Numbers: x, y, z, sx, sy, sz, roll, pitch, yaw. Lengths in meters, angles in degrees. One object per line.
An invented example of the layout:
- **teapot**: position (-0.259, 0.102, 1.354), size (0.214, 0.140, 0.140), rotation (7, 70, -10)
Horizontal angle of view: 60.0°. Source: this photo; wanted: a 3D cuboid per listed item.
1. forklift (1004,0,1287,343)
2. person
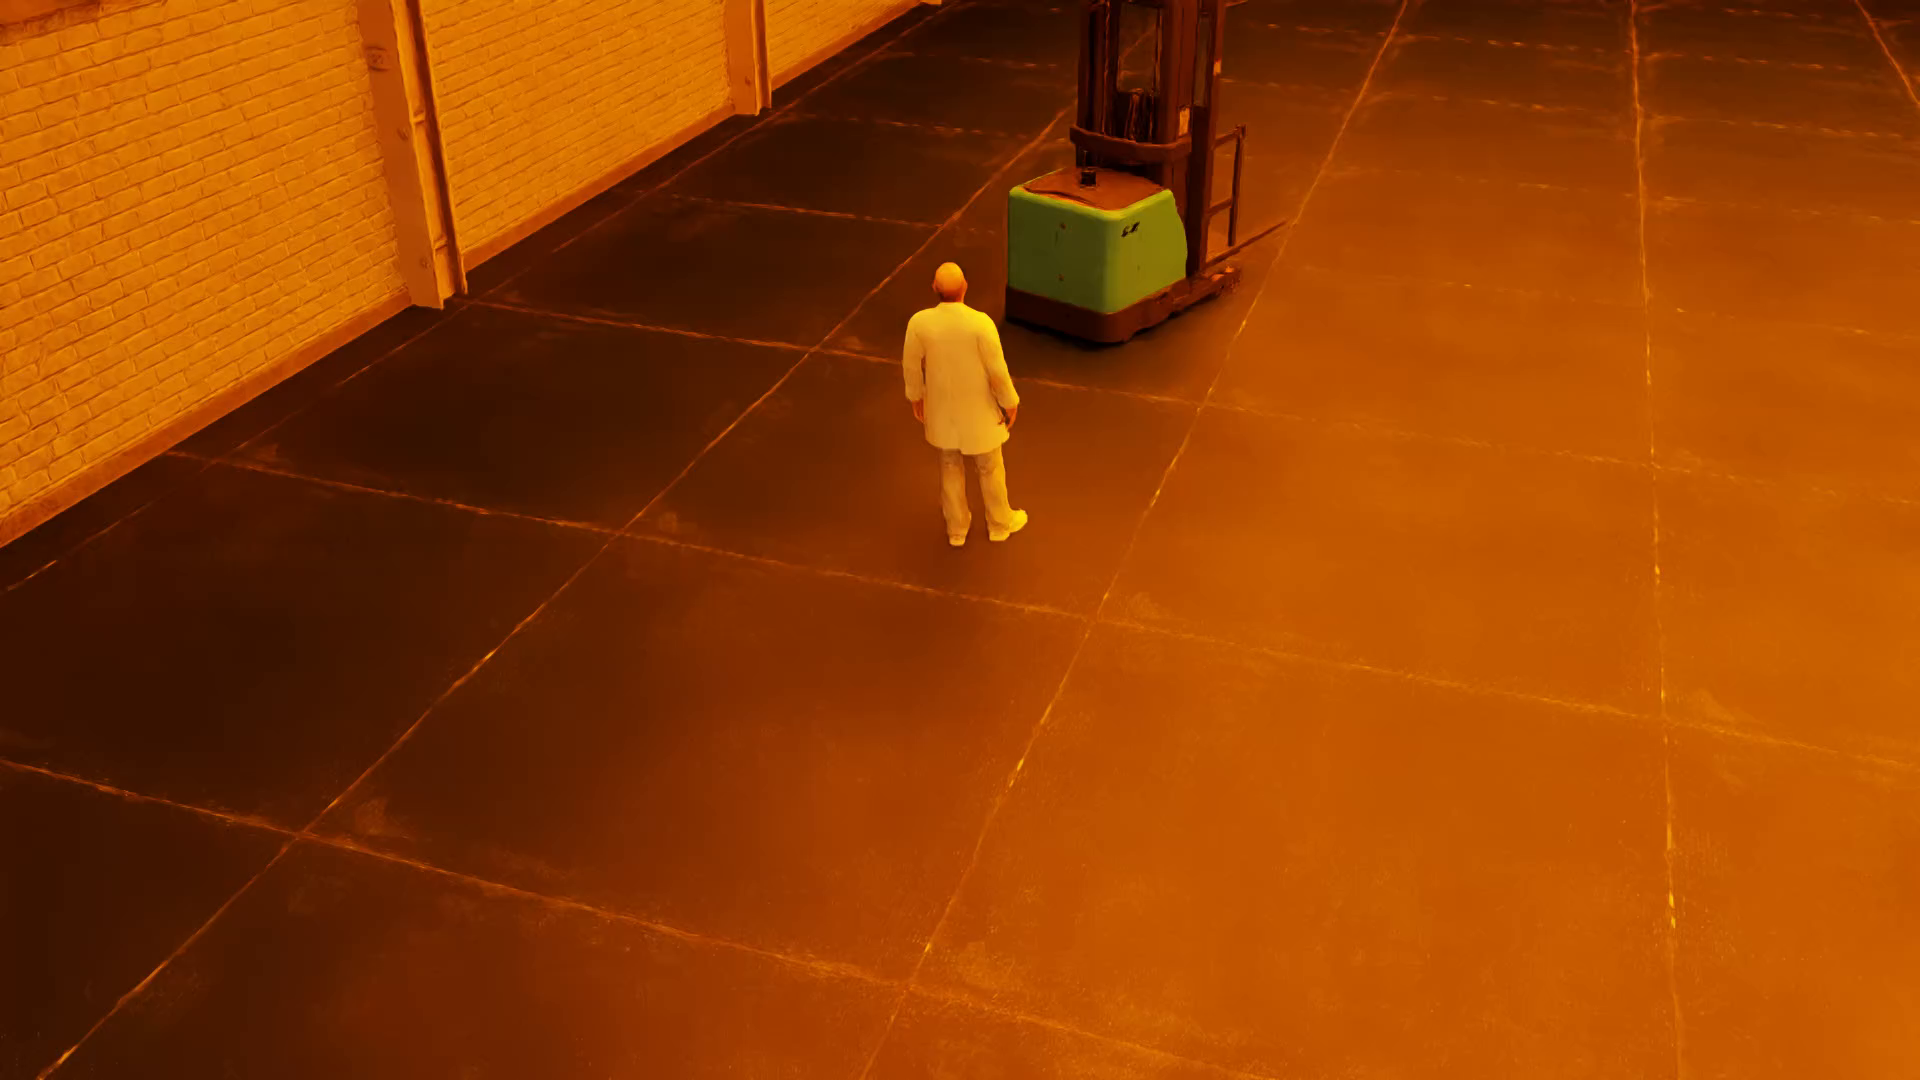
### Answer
- **forklift**: position (1.666, -3.423, 13.140), size (1.130, 2.935, 3.031), rotation (22, 36, 33)
- **person**: position (0.034, -0.821, 9.726), size (0.694, 1.776, 0.579), rotation (10, 31, 16)
